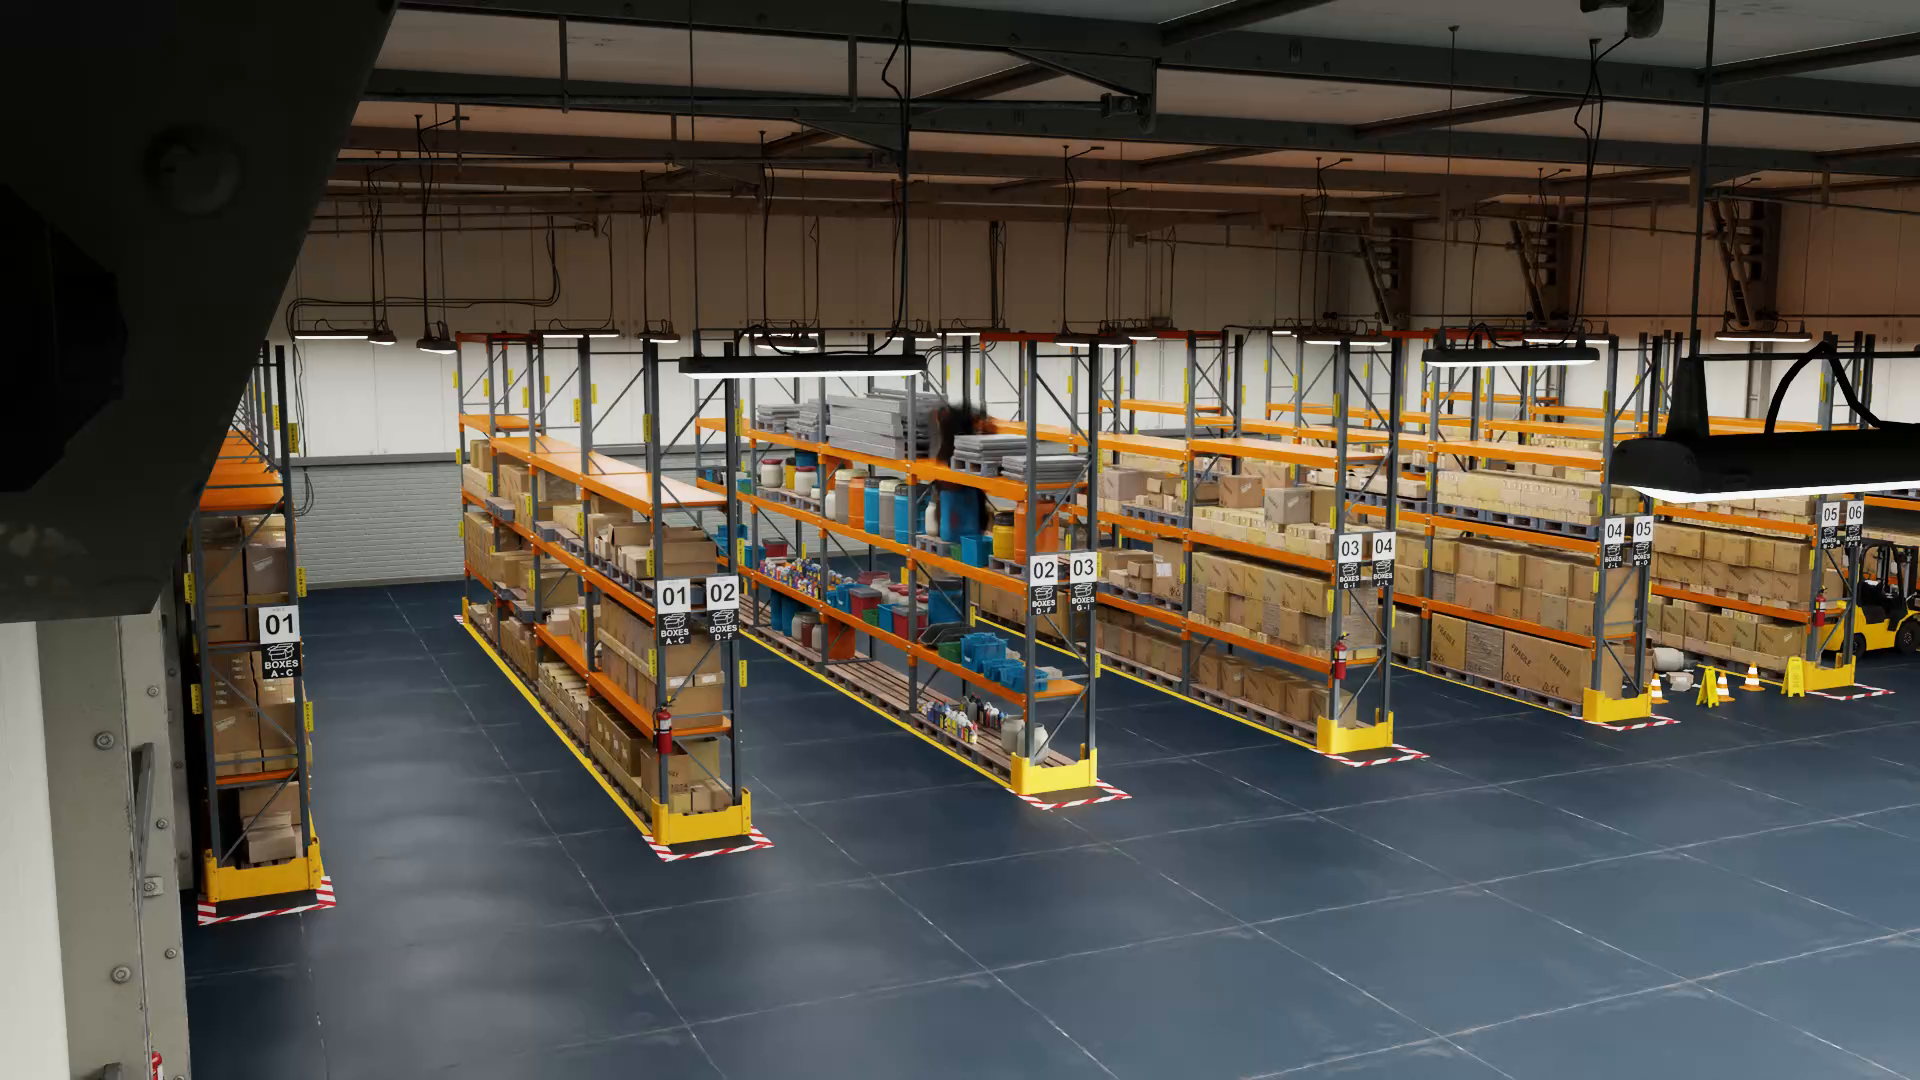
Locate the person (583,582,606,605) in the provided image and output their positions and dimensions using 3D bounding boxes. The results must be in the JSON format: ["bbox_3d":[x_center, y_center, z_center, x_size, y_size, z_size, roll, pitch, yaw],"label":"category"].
[{"bbox_3d":[-7.571,0.823,34.464,0.634,1.751,0.676,7,10,42],"label":"person"}]
